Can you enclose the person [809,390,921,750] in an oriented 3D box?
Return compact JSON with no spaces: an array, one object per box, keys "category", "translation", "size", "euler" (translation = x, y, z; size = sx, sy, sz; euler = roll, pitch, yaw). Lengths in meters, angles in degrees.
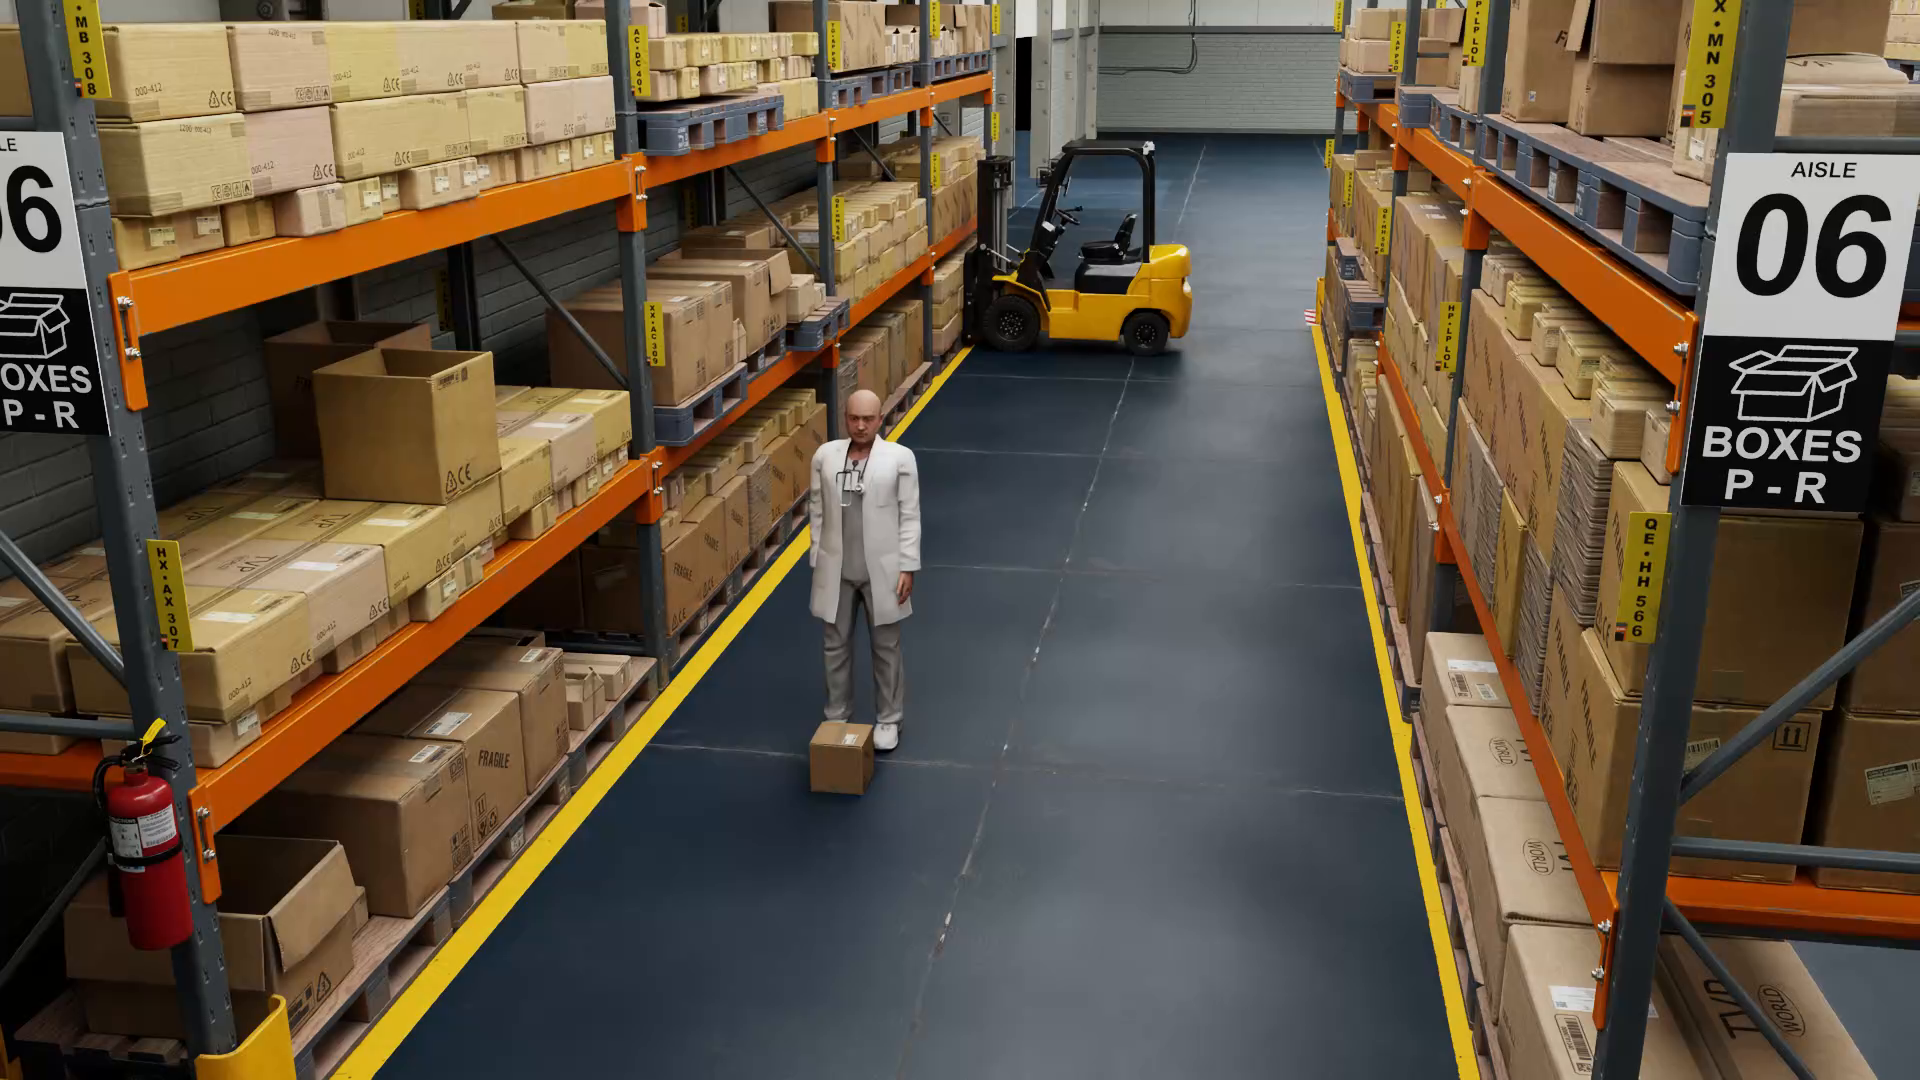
[{"category":"person","translation":[-0.468,0.151,8.104],"size":[0.562,1.779,0.388],"euler":[3,18,10]}]
